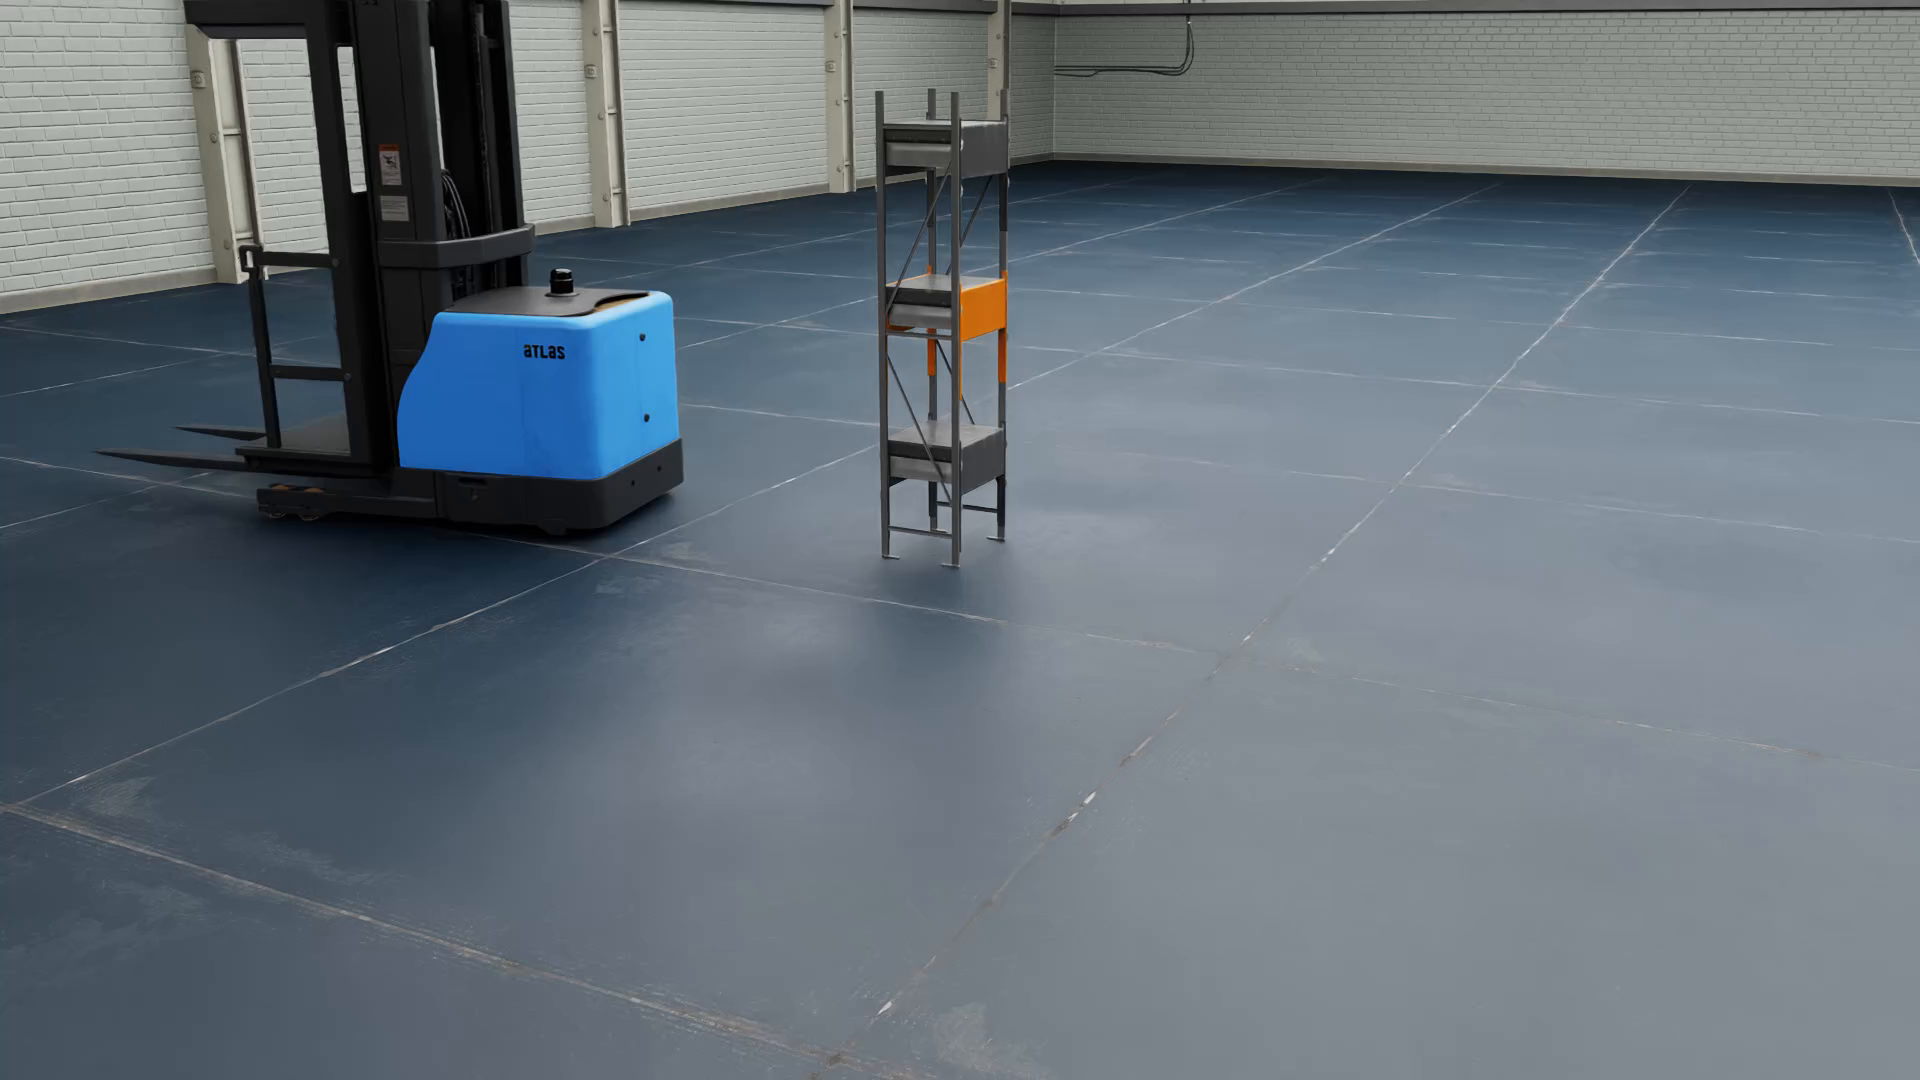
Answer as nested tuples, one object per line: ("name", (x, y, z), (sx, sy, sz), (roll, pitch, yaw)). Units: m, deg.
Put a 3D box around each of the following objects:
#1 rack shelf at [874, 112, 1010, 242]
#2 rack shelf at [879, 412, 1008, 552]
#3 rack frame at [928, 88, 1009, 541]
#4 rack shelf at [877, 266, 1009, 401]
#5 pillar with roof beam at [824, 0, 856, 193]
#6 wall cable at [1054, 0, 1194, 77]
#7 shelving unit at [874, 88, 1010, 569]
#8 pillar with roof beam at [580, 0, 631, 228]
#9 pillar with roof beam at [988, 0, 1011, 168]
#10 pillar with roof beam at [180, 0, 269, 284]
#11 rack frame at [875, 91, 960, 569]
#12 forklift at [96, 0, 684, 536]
("rack shelf", (-0.074, -1.622, 7.388), (0.431, 0.518, 0.480), (8, 18, 25))
("rack shelf", (-0.074, -0.280, 7.787), (0.431, 0.518, 0.480), (8, 18, 25))
("rack frame", (0.035, -1.027, 7.793), (0.400, 2.100, 0.015), (8, 18, 25))
("rack shelf", (-0.074, -0.951, 7.587), (0.431, 0.518, 0.480), (8, 18, 25))
("pillar with roof beam", (1.922, -9.459, 24.066), (9.100, 9.000, 0.400), (8, 18, 25))
("wall cable", (3.251, -10.629, 33.458), (3.097, 2.526, 0.112), (8, 18, 25))
("shelving unit", (-0.074, -0.964, 7.583), (0.431, 2.100, 0.503), (8, 18, 25))
("pillar with roof beam", (-0.759, -7.931, 18.920), (9.100, 9.000, 0.400), (8, 18, 25))
("pillar with roof beam", (4.603, -10.987, 29.211), (9.100, 9.000, 0.400), (8, 18, 25))
("pillar with roof beam", (-3.440, -6.402, 13.775), (9.100, 9.000, 0.400), (8, 18, 25))
("rack frame", (-0.183, -0.902, 7.374), (0.400, 2.100, 0.015), (8, 18, 25))
("forklift", (-3.039, -1.638, 8.390), (3.031, 2.935, 1.130), (4, 17, 15))
